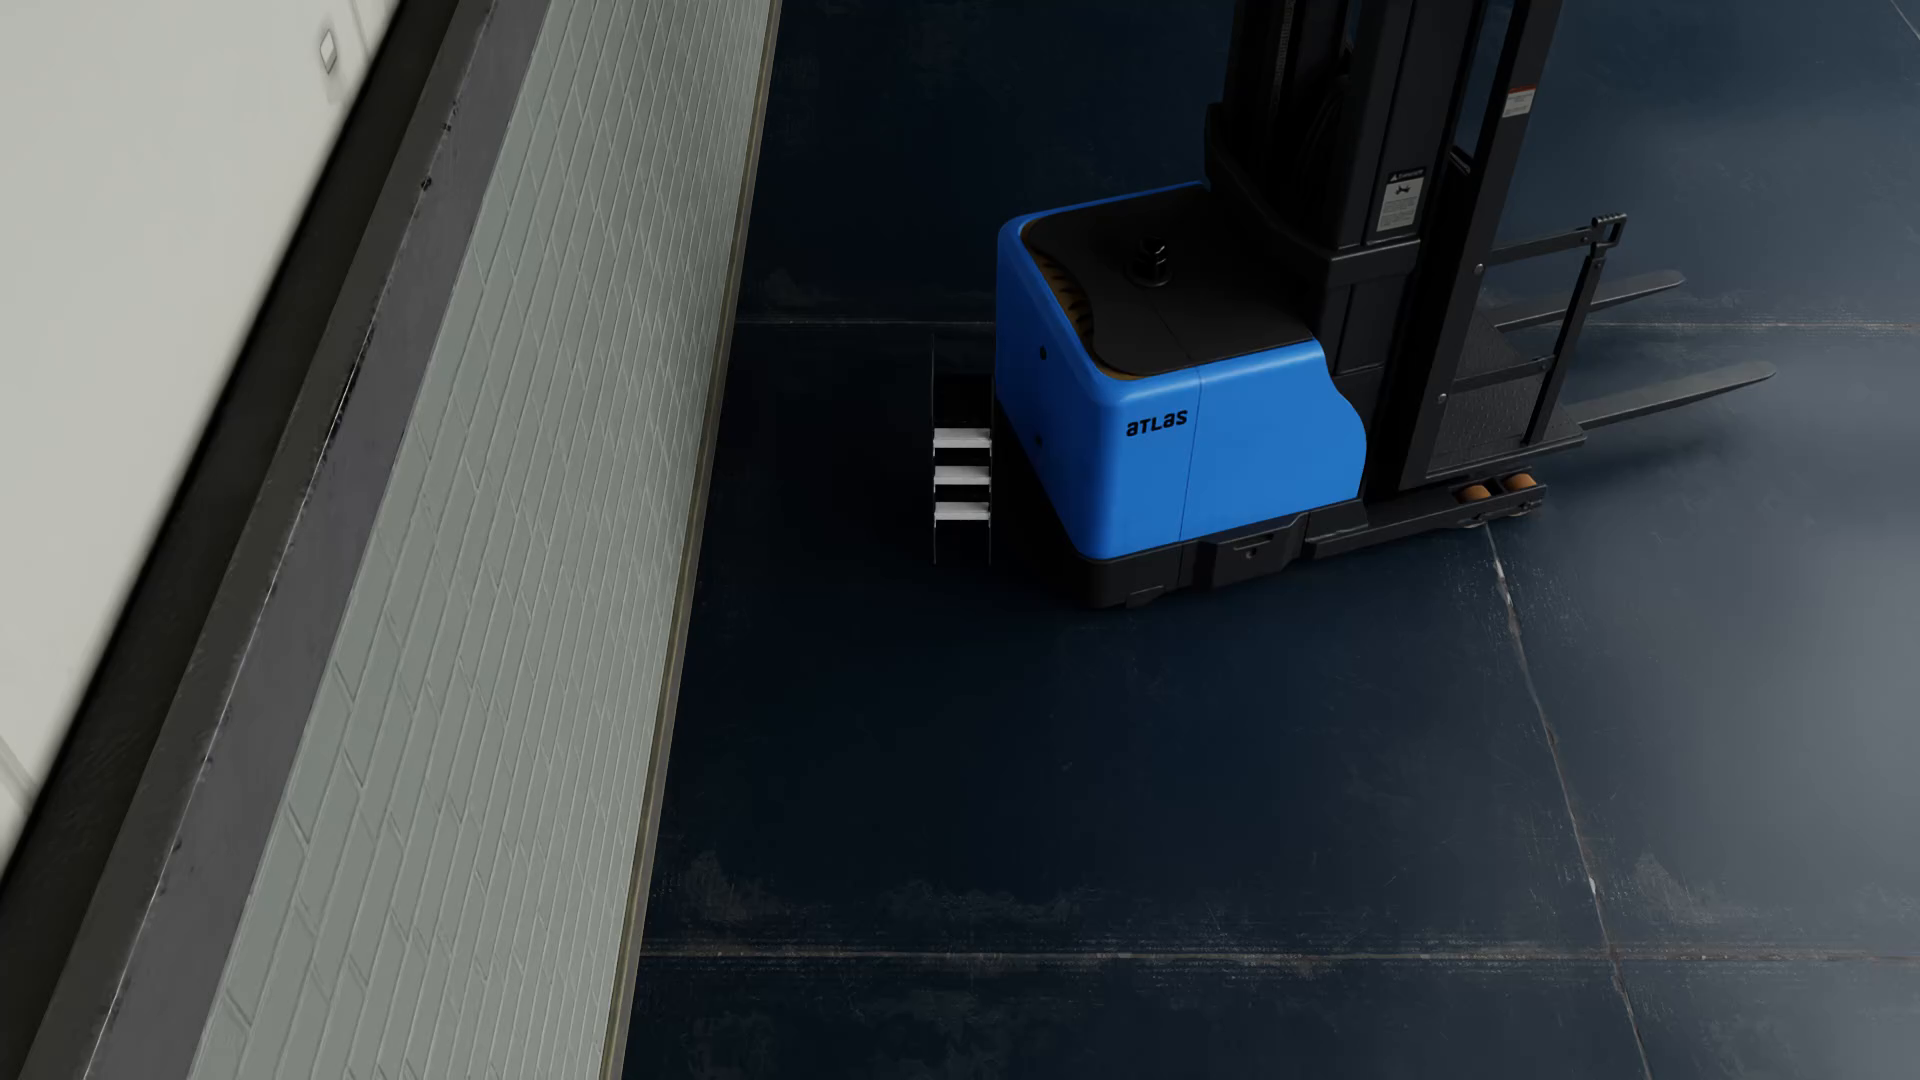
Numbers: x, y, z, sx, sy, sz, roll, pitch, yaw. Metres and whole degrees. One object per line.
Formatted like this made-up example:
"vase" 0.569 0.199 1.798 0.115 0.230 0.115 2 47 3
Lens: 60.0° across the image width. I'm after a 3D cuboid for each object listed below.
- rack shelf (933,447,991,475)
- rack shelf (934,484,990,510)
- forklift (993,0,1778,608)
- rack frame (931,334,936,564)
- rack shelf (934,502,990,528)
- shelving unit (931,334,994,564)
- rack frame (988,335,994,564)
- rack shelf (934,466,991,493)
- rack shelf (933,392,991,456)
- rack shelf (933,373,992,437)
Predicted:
"rack shelf" 0.008 -0.345 5.879 0.200 0.077 0.258 0 47 0
"rack shelf" 0.008 -0.223 6.011 0.200 0.077 0.258 0 47 0
"forklift" 1.693 -1.399 5.549 3.031 2.935 1.130 -14 49 -12
"rack frame" -0.094 -0.307 5.921 0.006 0.900 0.240 0 47 0
"rack shelf" 0.008 -0.161 6.077 0.200 0.077 0.258 0 47 0
"shelving unit" 0.008 -0.307 5.921 0.210 0.900 0.258 0 47 0
"rack frame" 0.110 -0.306 5.920 0.006 0.900 0.240 0 47 0
"rack shelf" 0.008 -0.284 5.945 0.200 0.077 0.258 0 47 0
"rack shelf" 0.008 -0.406 5.813 0.200 0.077 0.258 0 47 0
"rack shelf" 0.008 -0.468 5.747 0.200 0.077 0.258 0 47 0
